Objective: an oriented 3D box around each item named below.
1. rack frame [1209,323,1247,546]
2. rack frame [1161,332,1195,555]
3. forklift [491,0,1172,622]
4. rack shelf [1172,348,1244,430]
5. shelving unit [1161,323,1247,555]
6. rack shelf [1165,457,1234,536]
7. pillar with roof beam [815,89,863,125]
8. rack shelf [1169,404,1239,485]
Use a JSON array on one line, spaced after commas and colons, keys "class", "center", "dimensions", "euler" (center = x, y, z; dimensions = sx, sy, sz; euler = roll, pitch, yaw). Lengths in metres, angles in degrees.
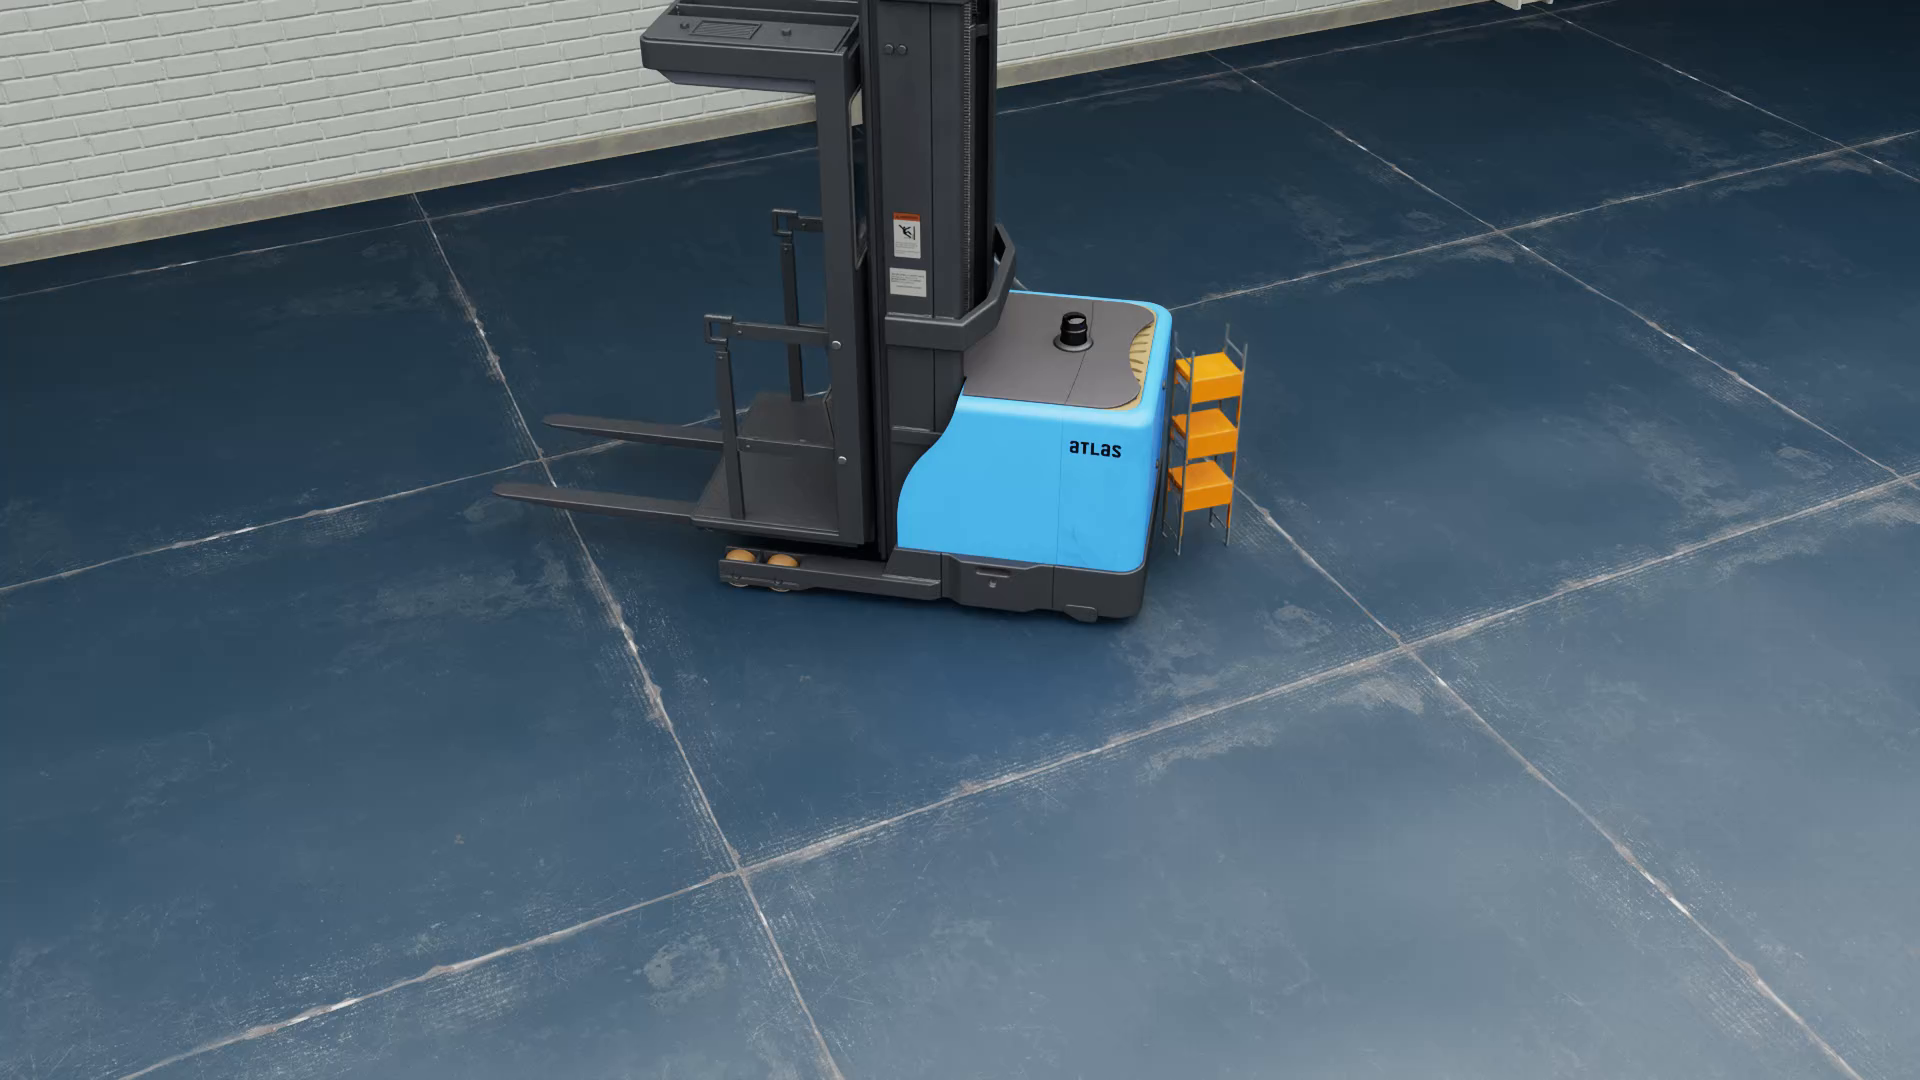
[{"class": "rack frame", "center": [1.202, -0.459, 7.480], "dimensions": [0.008, 1.050, 0.200], "euler": [-11, 36, -14]}, {"class": "rack frame", "center": [0.969, -0.416, 7.422], "dimensions": [0.008, 1.050, 0.200], "euler": [-11, 36, -14]}, {"class": "forklift", "center": [-0.618, -1.247, 6.972], "dimensions": [3.031, 2.935, 1.130], "euler": [6, 37, 9]}, {"class": "rack shelf", "center": [1.082, -0.662, 7.296], "dimensions": [0.240, 0.259, 0.215], "euler": [-11, 36, -14]}, {"class": "shelving unit", "center": [1.086, -0.438, 7.451], "dimensions": [0.252, 1.050, 0.215], "euler": [-11, 36, -14]}, {"class": "rack shelf", "center": [1.089, -0.200, 7.615], "dimensions": [0.240, 0.259, 0.215], "euler": [-11, 36, -14]}, {"class": "pillar with roof beam", "center": [1.053, -4.241, 5.914], "dimensions": [0.400, 9.000, 9.100], "euler": [-16, 39, -20]}, {"class": "rack shelf", "center": [1.086, -0.429, 7.457], "dimensions": [0.240, 0.259, 0.215], "euler": [-11, 36, -14]}]
